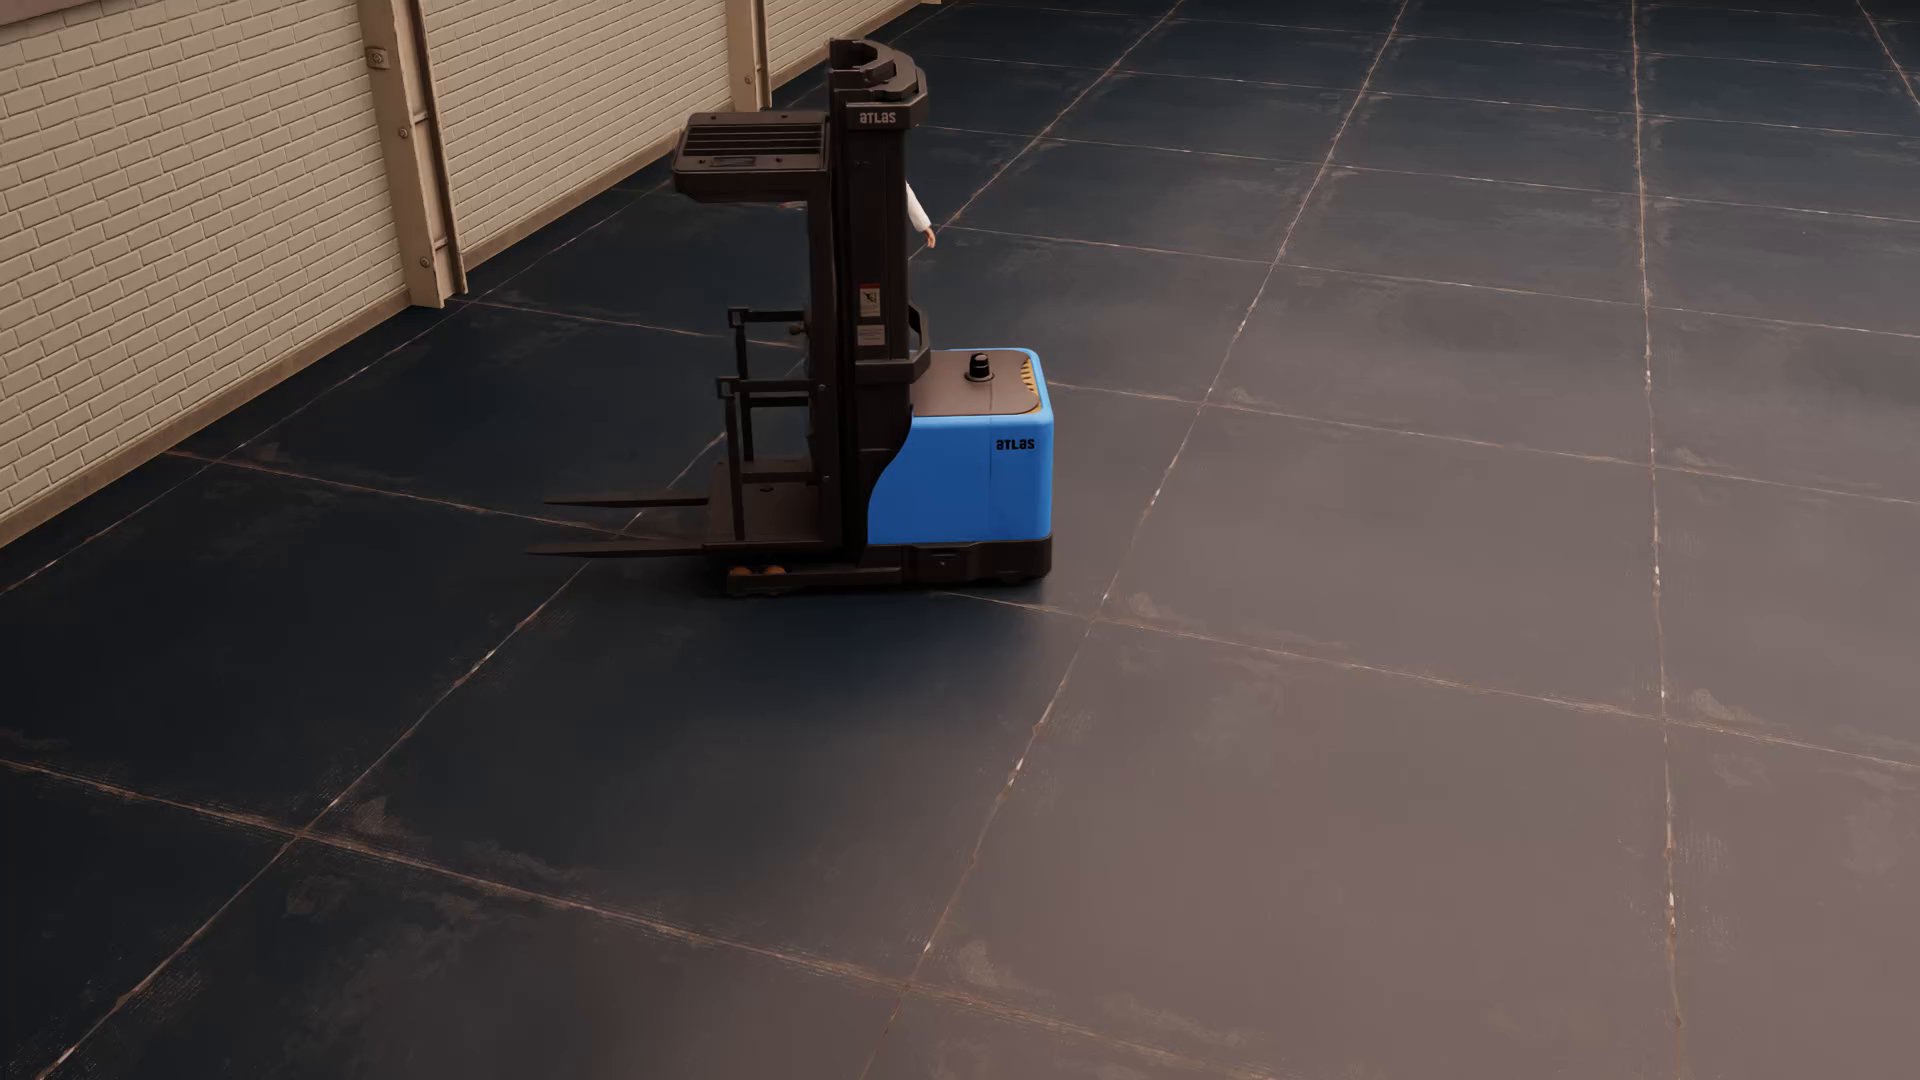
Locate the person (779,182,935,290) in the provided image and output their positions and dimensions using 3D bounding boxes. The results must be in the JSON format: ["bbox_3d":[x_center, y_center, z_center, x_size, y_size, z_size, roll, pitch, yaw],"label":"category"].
[{"bbox_3d":[-0.745,-2.231,12.271,1.032,1.765,0.797,-12,32,-21],"label":"person"}]

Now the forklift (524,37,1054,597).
[{"bbox_3d":[-1.004,-1.218,9.273,3.031,2.935,1.130,-2,30,-3],"label":"forklift"}]
